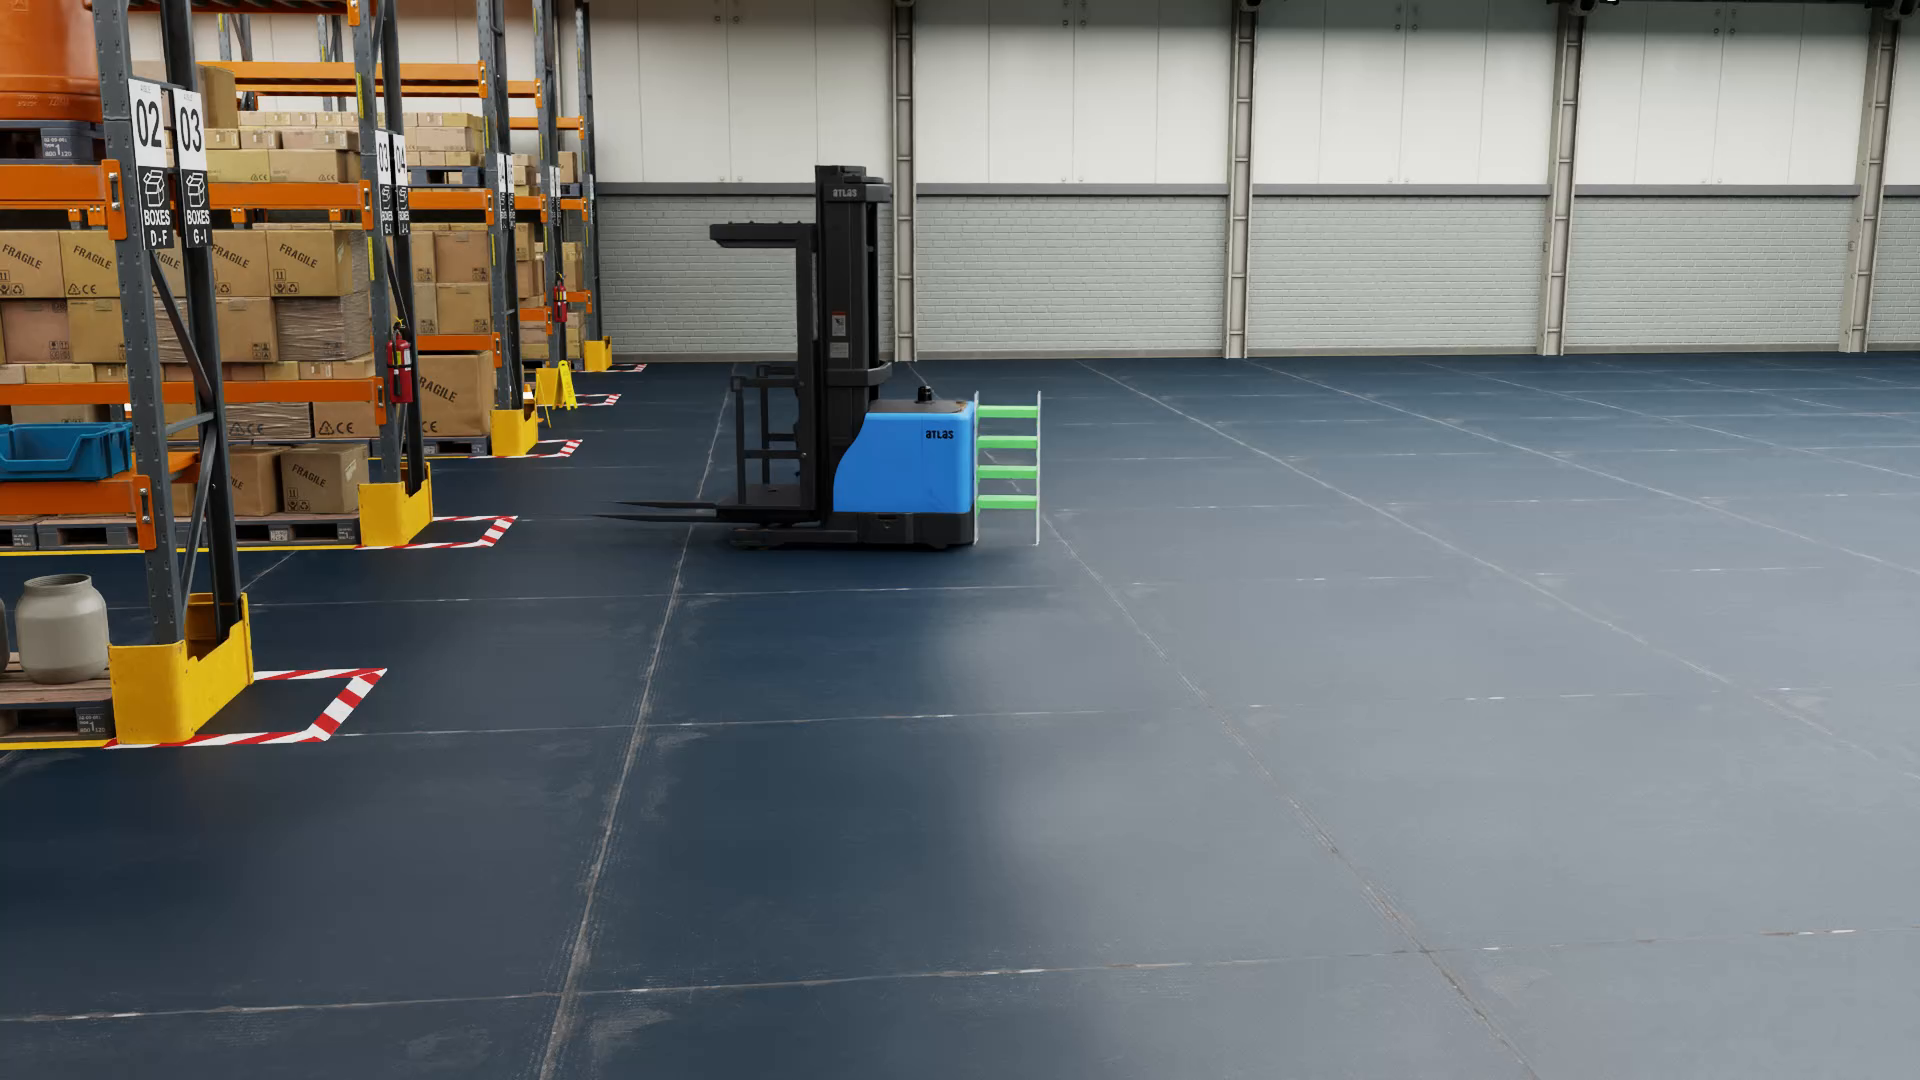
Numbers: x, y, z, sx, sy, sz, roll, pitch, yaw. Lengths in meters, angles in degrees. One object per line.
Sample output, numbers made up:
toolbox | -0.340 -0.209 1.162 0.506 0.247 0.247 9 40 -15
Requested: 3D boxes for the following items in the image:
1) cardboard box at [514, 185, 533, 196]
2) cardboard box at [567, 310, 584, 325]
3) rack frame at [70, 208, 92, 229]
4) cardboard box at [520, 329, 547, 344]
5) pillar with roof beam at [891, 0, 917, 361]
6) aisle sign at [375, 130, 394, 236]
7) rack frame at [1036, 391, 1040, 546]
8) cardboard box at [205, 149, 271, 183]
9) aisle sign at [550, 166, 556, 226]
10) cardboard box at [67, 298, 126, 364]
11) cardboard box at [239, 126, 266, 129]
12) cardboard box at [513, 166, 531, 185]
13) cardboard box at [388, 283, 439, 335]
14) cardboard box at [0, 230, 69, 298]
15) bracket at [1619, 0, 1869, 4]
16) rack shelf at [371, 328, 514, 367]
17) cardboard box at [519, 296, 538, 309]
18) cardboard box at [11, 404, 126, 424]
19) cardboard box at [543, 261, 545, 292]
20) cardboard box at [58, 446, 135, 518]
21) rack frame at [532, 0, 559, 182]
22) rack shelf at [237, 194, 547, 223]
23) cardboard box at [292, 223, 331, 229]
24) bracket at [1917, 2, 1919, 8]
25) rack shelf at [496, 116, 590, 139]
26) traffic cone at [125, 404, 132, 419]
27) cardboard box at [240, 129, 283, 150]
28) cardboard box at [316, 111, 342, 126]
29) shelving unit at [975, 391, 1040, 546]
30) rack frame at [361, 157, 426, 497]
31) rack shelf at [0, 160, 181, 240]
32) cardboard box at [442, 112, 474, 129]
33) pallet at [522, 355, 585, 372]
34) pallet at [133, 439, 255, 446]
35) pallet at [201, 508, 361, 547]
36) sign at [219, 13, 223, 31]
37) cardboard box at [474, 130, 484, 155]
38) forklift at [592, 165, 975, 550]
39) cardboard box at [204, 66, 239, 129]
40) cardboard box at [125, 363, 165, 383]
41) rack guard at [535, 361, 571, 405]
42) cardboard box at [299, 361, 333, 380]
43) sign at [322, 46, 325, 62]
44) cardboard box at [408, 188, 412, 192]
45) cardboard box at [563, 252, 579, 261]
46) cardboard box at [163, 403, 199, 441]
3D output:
cardboard box | -5.935 -4.722 22.486 0.250 0.149 0.380 -1 11 -6
cardboard box | -6.648 -3.760 28.165 0.500 0.250 0.500 -1 11 -7
rack frame | -14.103 -4.220 27.056 0.127 3.000 1.000 -1 11 -6
cardboard box | -7.100 -3.410 27.681 0.500 0.250 0.500 -1 11 -7
pillar with roof beam | -0.510 -6.788 24.567 0.548 9.000 9.100 -1 11 -6
aisle sign | -4.446 -2.753 12.858 0.004 0.787 0.394 -1 11 -6
rack frame | 0.619 -0.564 13.129 0.015 1.200 0.240 1 11 4
cardboard box | -5.488 -2.863 12.765 0.500 0.250 0.500 -1 11 -6
aisle sign | -5.517 -4.656 22.535 0.004 0.787 0.394 -1 11 -6
cardboard box | -6.574 -1.679 13.103 0.500 0.500 0.875 -1 11 -6
cardboard box | -7.432 -4.181 17.354 0.500 0.250 0.500 -1 11 -7
cardboard box | -6.090 -4.916 22.441 0.500 0.250 0.500 -1 11 -7
cardboard box | -5.884 -2.529 18.066 0.550 0.550 0.875 -1 11 -6
cardboard box | -7.048 -2.118 12.743 0.500 0.500 0.500 -1 11 -6
bracket | 13.985 -9.624 29.663 4.783 0.066 0.076 -1 11 -6
rack shelf | -6.963 -2.093 18.101 4.000 0.370 1.077 -1 11 -6
cardboard box | -5.959 -3.262 22.838 0.250 0.149 0.380 -1 11 -4
cardboard box | -9.559 -1.476 17.843 0.750 0.750 1.050 -1 11 -6
cardboard box | -7.128 -4.366 27.540 0.500 0.500 0.500 -1 11 -4
cardboard box | -6.937 -0.472 13.385 0.500 0.500 0.500 -2 11 -11
rack frame | -5.610 -6.378 22.483 0.127 3.000 1.000 -1 11 -6
rack shelf | -7.598 -4.512 22.630 4.000 0.370 1.077 -1 11 -6
cardboard box | -8.616 -4.011 22.371 0.500 0.500 0.700 -1 11 -6
bracket | 17.371 -9.695 30.024 0.430 0.232 0.235 -1 11 -6
rack shelf | -8.138 -6.739 27.221 4.000 0.370 1.077 -1 11 -6
traffic cone | -10.668 -1.812 21.386 0.334 0.463 0.336 -1 11 -6
cardboard box | -5.314 -3.053 12.699 0.250 0.149 0.380 -2 11 -9
cardboard box | -6.537 -4.384 17.351 0.250 0.149 0.380 -1 11 -7
shelving unit | 0.376 -0.568 13.147 0.503 1.200 0.258 1 11 4
rack frame | -4.540 -1.534 13.395 0.127 3.000 1.000 -1 11 -6
rack shelf | -5.993 -1.661 8.131 4.000 0.370 1.077 -1 11 -6
cardboard box | -5.273 -4.410 17.485 0.250 0.149 0.380 -1 11 -6
pallet | -6.906 -2.994 28.051 1.213 0.211 1.003 -1 11 -6
pallet | -8.187 -1.037 18.093 1.213 0.211 1.003 -1 11 -6
pallet | -5.427 -0.154 13.604 1.213 0.211 1.003 -1 11 -6
sign | -9.521 -6.725 21.413 0.005 0.325 0.100 -1 11 -6
cardboard box | -5.483 -4.326 18.089 0.500 0.250 0.500 -1 11 -6
forklift | -1.393 -1.459 13.191 3.031 2.935 1.130 1 11 4
cardboard box | -6.045 -3.467 13.125 0.500 0.500 0.500 -1 11 -6
cardboard box | -6.281 -1.314 12.926 0.250 0.149 0.380 -1 11 -6
rack guard | -5.686 -2.206 23.295 0.348 0.500 1.175 -1 11 -6
cardboard box | -5.050 -1.360 13.162 0.250 0.149 0.380 -1 11 -6
sign | -10.056 -7.640 26.275 0.005 0.325 0.100 -1 11 -6
cardboard box | -7.457 -4.681 22.280 0.250 0.149 0.380 -1 11 -7
cardboard box | -6.464 -4.693 27.521 0.250 0.149 0.380 -1 11 -5
cardboard box | -8.319 -1.567 17.983 0.875 0.875 0.875 -1 11 -5
